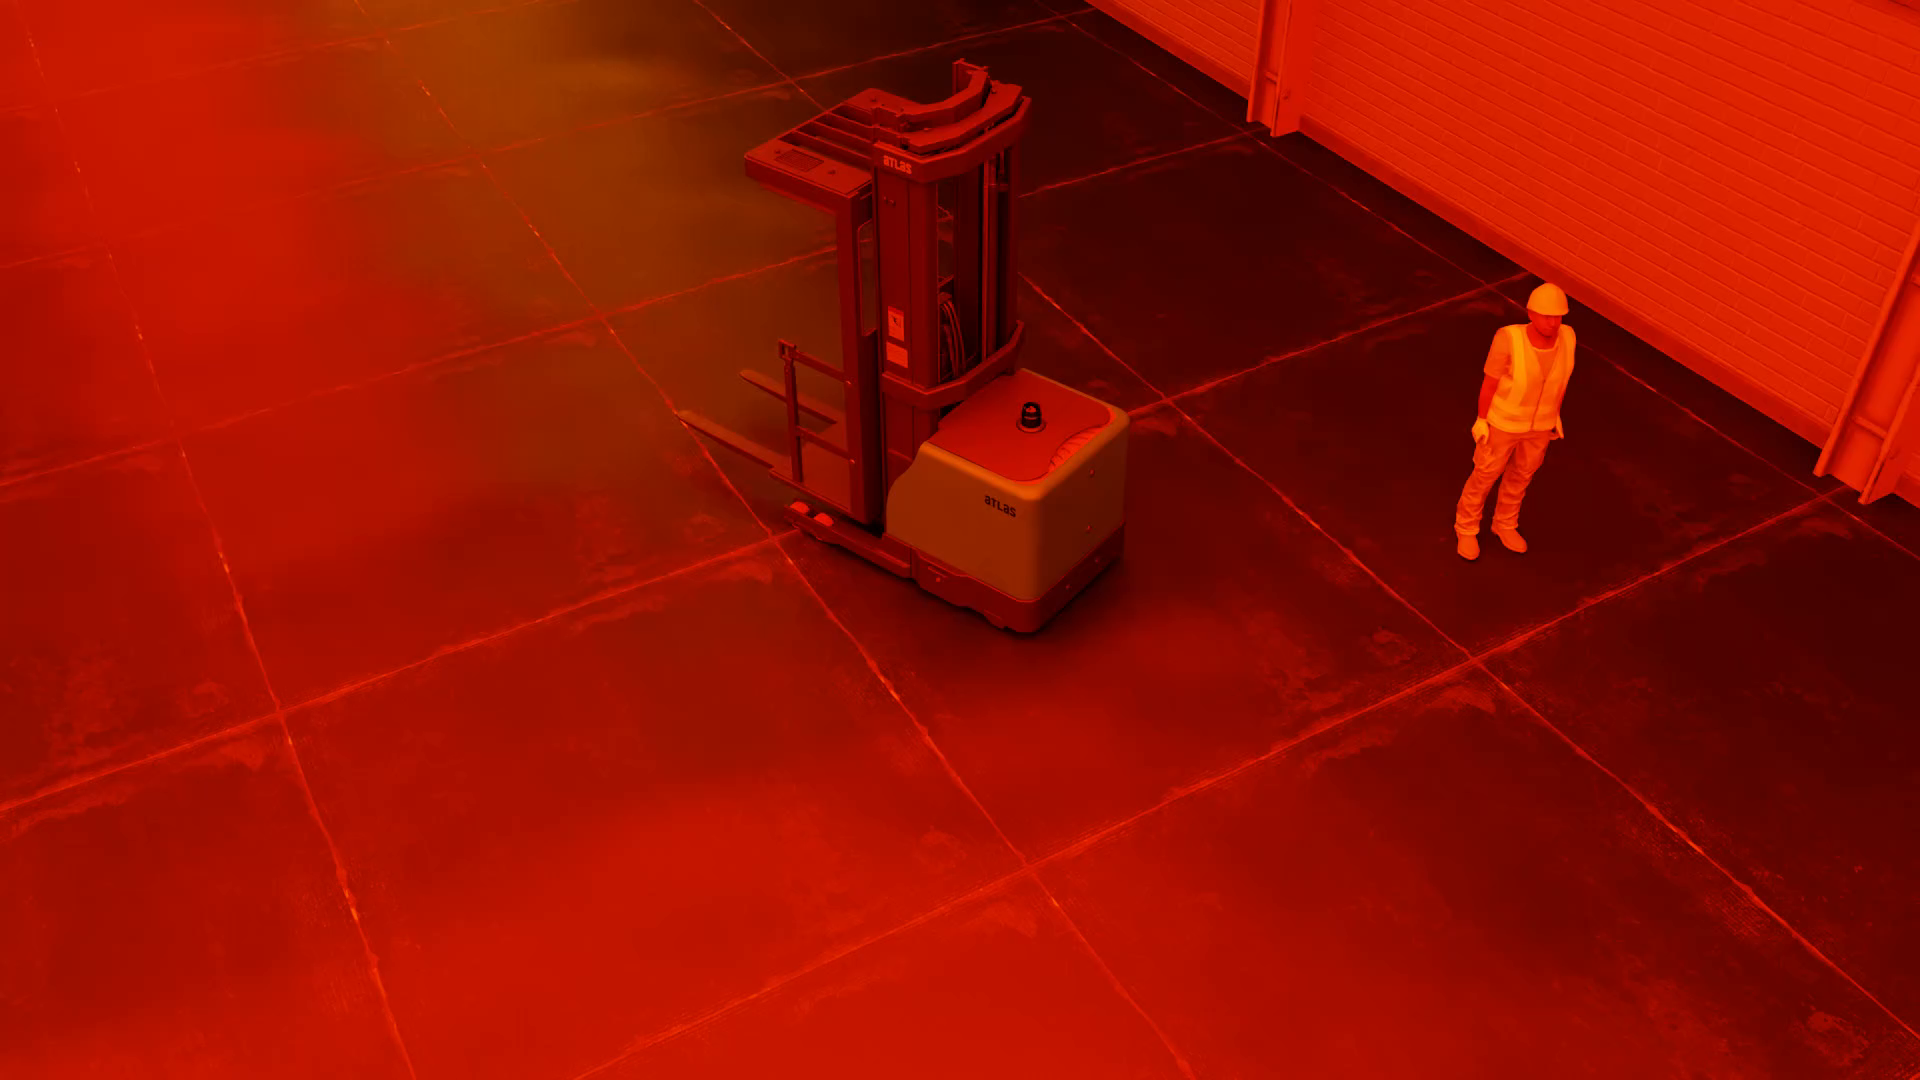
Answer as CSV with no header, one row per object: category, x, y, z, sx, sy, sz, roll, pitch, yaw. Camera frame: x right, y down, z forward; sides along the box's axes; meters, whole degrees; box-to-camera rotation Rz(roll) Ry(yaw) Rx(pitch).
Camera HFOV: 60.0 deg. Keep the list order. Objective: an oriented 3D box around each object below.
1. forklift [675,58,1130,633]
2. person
forklift,-0.481,-1.366,9.683,3.031,2.935,1.130,26,46,28
person,3.291,-0.689,9.765,0.542,1.789,0.387,-6,40,-7
